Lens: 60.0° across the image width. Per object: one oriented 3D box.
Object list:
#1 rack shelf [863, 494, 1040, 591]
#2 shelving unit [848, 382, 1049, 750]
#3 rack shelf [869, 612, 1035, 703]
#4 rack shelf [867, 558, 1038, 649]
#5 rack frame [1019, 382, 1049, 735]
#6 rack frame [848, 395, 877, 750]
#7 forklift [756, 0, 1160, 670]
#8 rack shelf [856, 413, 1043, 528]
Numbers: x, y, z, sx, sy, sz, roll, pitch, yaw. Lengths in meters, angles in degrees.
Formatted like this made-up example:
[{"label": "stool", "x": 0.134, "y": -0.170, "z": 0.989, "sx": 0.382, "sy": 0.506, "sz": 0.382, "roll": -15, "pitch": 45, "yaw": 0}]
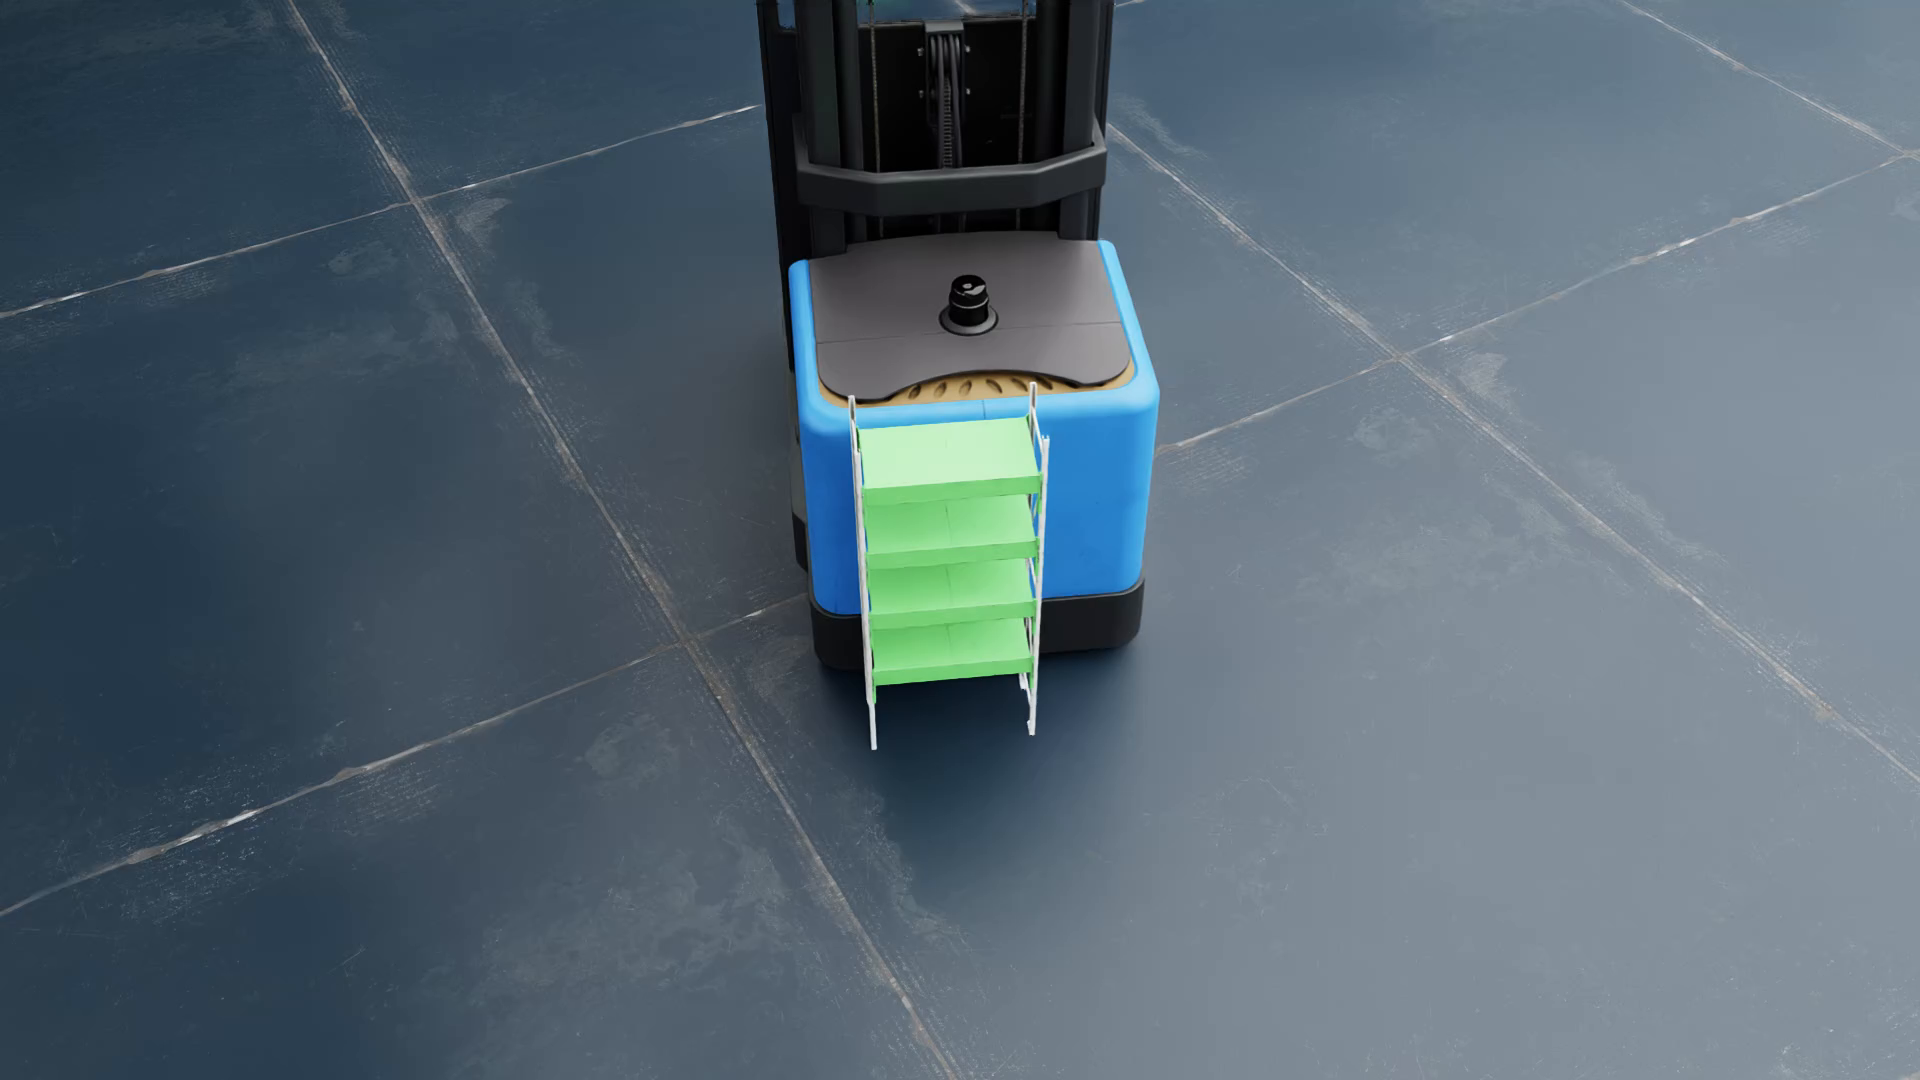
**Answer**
[{"label": "rack shelf", "x": -0.033, "y": -0.017, "z": 4.653, "sx": 0.480, "sy": 0.148, "sz": 0.258, "roll": -5, "pitch": 44, "yaw": -5}, {"label": "shelving unit", "x": -0.033, "y": 0.109, "z": 4.776, "sx": 0.503, "sy": 1.200, "sz": 0.258, "roll": -5, "pitch": 44, "yaw": -5}, {"label": "rack shelf", "x": -0.033, "y": 0.327, "z": 4.988, "sx": 0.480, "sy": 0.148, "sz": 0.258, "roll": -5, "pitch": 44, "yaw": -5}, {"label": "rack shelf", "x": -0.033, "y": 0.155, "z": 4.820, "sx": 0.480, "sy": 0.148, "sz": 0.258, "roll": -5, "pitch": 44, "yaw": -5}, {"label": "rack frame", "x": 0.209, "y": 0.090, "z": 4.796, "sx": 0.015, "sy": 1.200, "sz": 0.240, "roll": -5, "pitch": 44, "yaw": -5}, {"label": "rack frame", "x": -0.276, "y": 0.129, "z": 4.756, "sx": 0.015, "sy": 1.200, "sz": 0.240, "roll": -5, "pitch": 44, "yaw": -5}, {"label": "forklift", "x": -0.103, "y": -1.673, "z": 5.369, "sx": 1.130, "sy": 2.935, "sz": 3.031, "roll": -5, "pitch": 44, "yaw": -5}, {"label": "rack shelf", "x": -0.033, "y": -0.189, "z": 4.485, "sx": 0.480, "sy": 0.148, "sz": 0.258, "roll": -5, "pitch": 44, "yaw": -5}]
